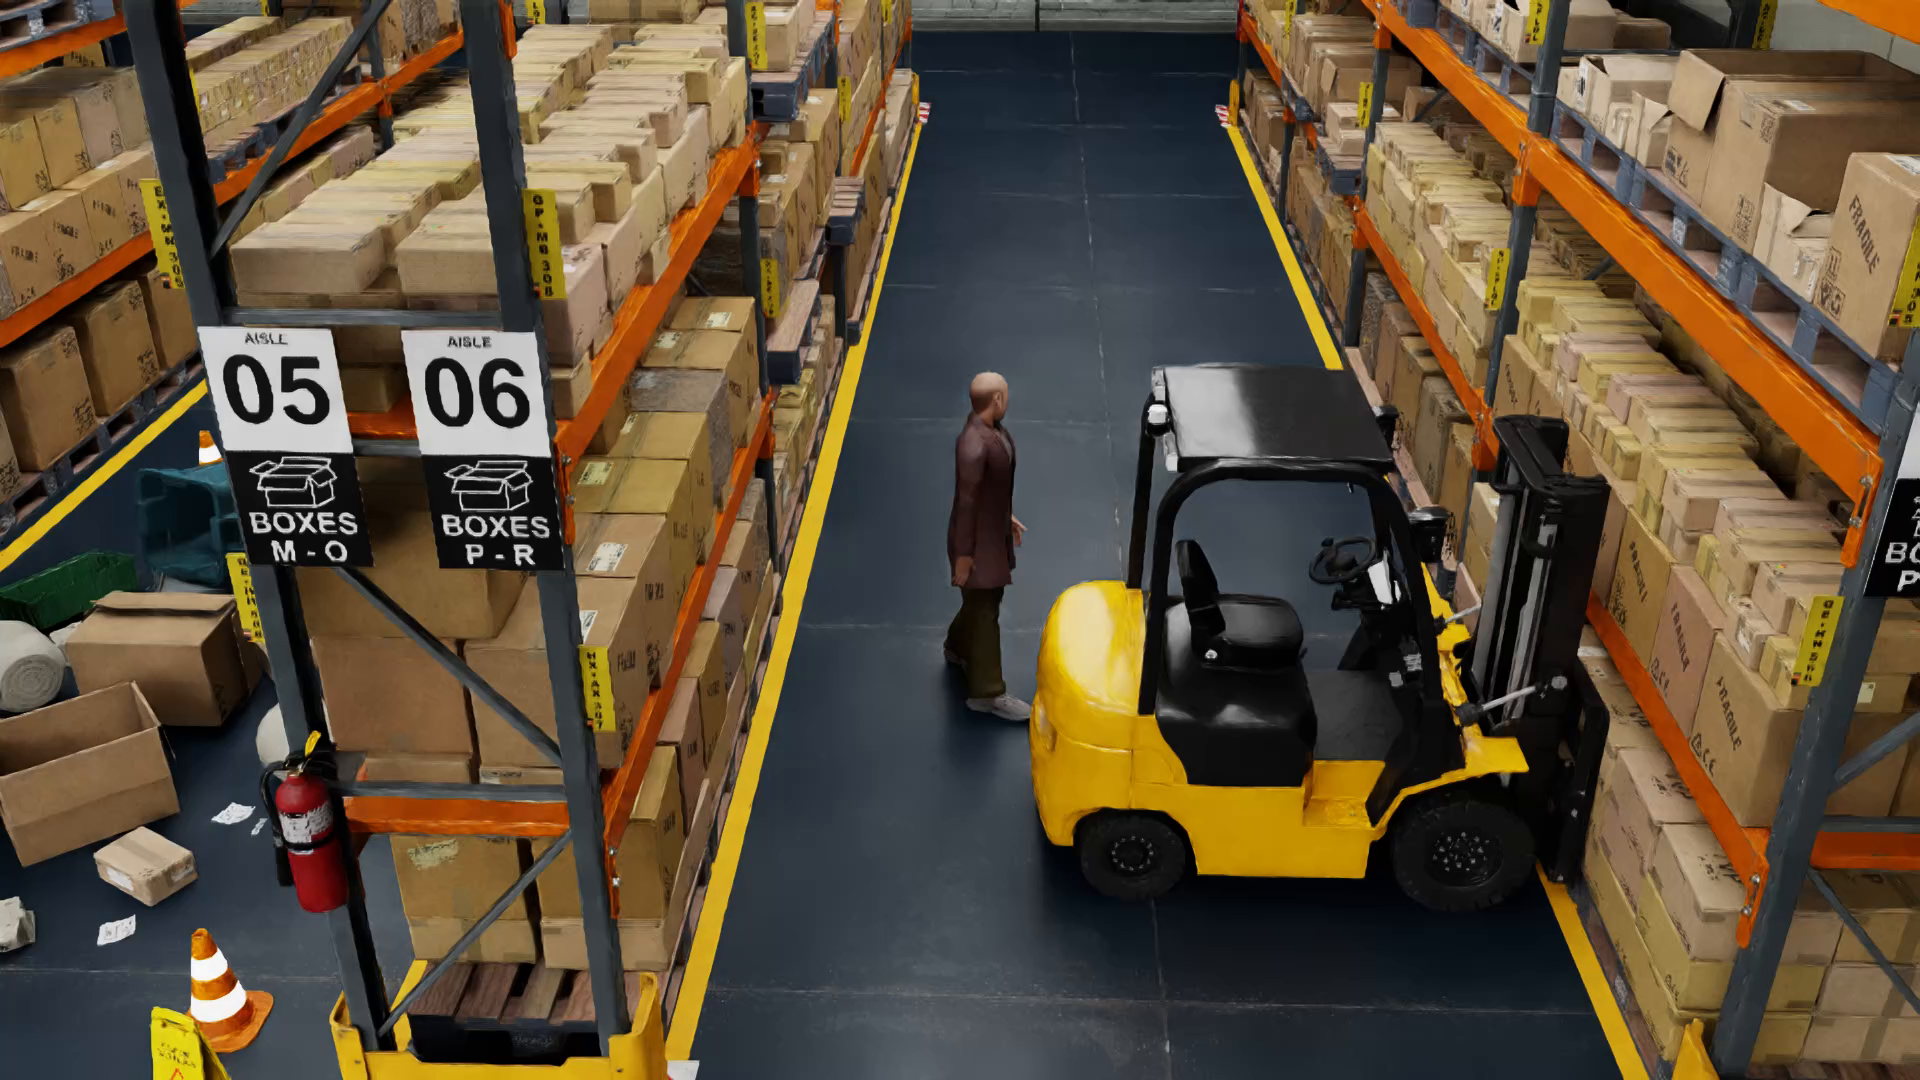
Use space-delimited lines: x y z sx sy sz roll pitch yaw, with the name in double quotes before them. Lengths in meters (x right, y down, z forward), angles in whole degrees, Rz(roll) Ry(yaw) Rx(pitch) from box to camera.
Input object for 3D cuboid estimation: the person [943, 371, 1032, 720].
"person" 0.169 0.009 8.654 0.654 1.778 0.691 9 29 16
